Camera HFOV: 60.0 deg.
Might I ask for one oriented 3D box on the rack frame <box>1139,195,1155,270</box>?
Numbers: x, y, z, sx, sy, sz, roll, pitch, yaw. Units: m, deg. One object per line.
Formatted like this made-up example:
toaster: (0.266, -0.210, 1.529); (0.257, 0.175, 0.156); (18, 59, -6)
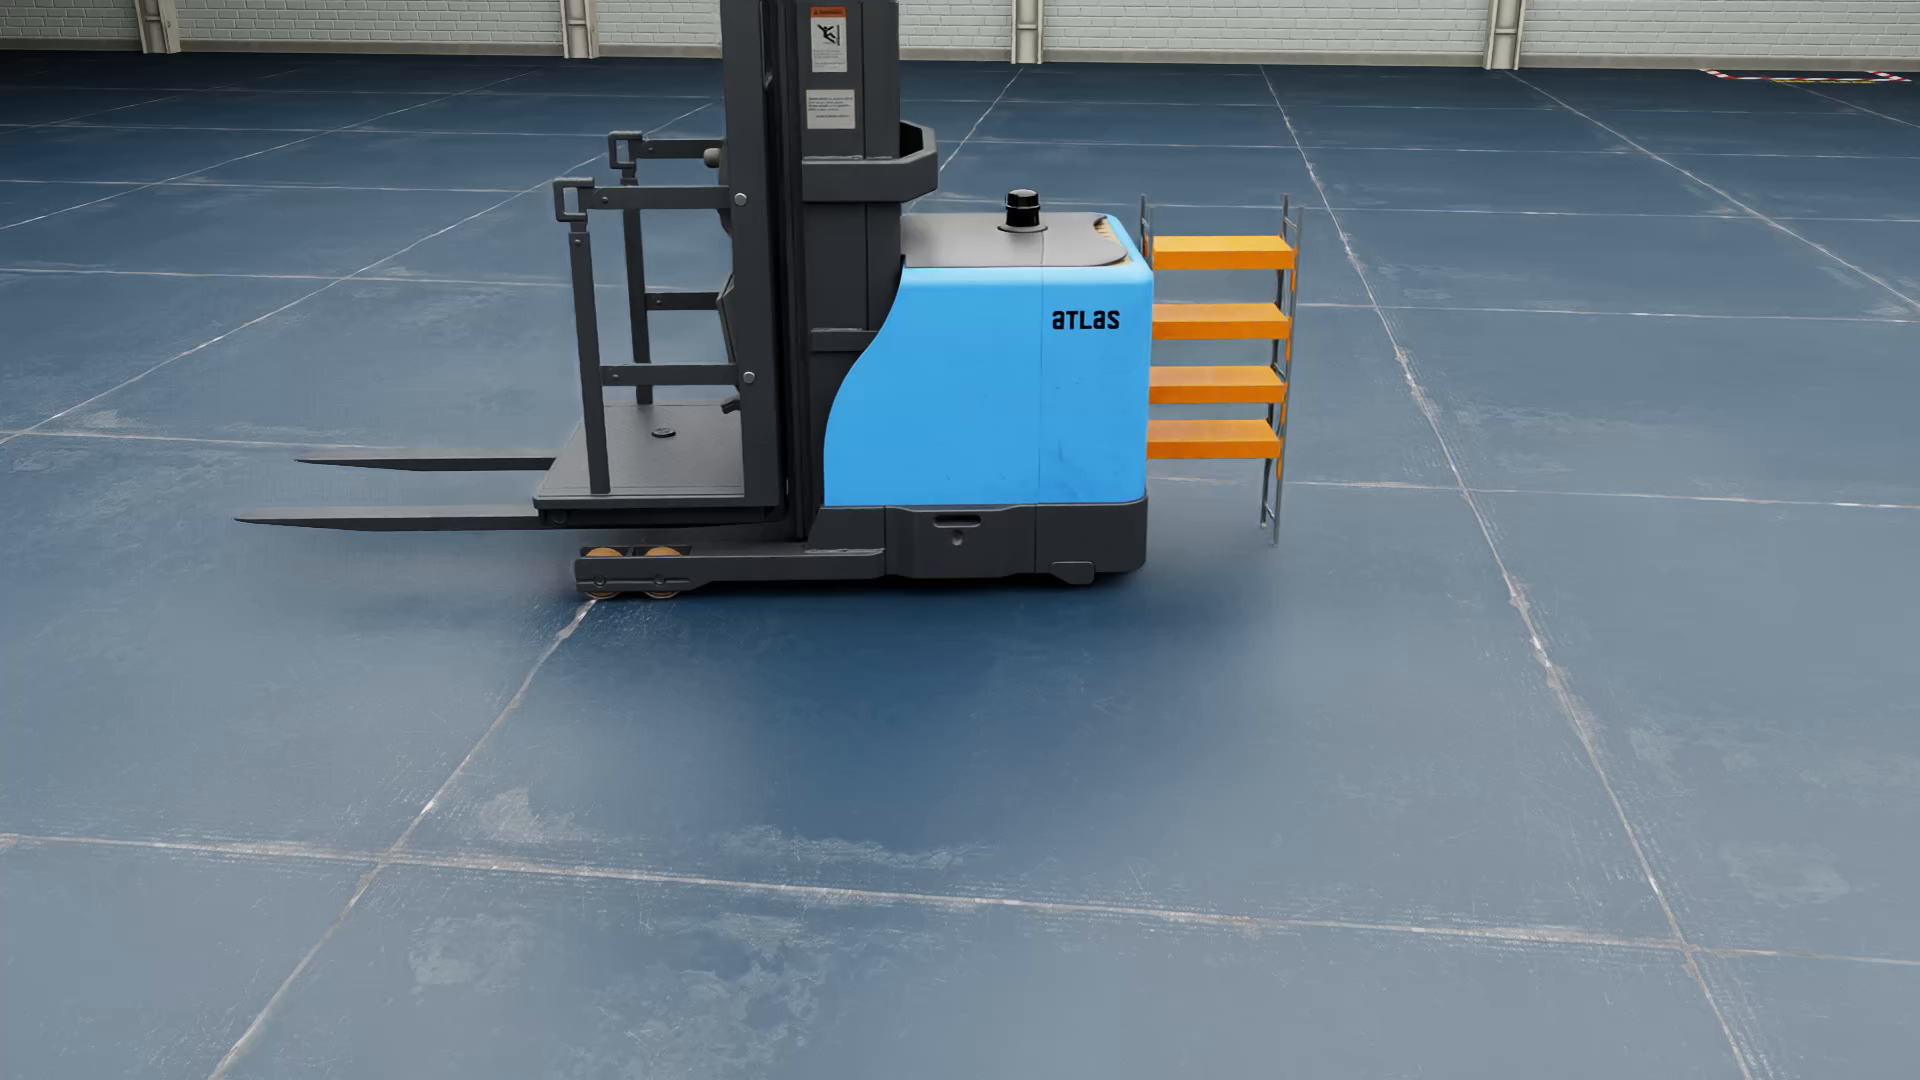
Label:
rack frame: (0.624, -0.569, 5.748); (0.015, 1.200, 0.240); (-1, 22, -2)

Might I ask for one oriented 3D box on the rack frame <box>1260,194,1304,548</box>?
rack frame: (1.112, -0.575, 5.762); (0.015, 1.200, 0.240); (-1, 22, -2)

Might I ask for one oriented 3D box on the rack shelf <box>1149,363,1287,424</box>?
rack shelf: (0.868, -0.510, 5.780); (0.480, 0.148, 0.258); (-1, 22, -2)

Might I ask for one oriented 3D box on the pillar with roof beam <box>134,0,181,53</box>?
pillar with roof beam: (-11.546, -9.367, 17.394); (0.400, 9.000, 9.100); (2, 22, 6)

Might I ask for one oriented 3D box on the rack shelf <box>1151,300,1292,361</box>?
rack shelf: (0.868, -0.718, 5.698); (0.480, 0.148, 0.258); (-1, 22, -2)

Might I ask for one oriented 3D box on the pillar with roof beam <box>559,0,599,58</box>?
pillar with roof beam: (-5.588, -9.108, 16.738); (0.400, 9.000, 9.100); (2, 22, 6)

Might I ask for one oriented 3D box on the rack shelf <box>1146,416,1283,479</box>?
rack shelf: (0.868, -0.325, 5.853); (0.480, 0.148, 0.258); (-1, 22, -2)

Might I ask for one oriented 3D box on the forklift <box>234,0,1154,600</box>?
forklift: (-0.906, -1.366, 5.408); (3.031, 2.935, 1.130); (-1, 22, -2)

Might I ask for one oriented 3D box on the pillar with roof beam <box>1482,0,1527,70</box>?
pillar with roof beam: (6.329, -8.589, 15.424); (0.400, 9.000, 9.100); (2, 22, 6)

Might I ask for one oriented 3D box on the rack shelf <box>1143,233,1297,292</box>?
rack shelf: (0.868, -0.938, 5.611); (0.480, 0.148, 0.258); (-1, 22, -2)

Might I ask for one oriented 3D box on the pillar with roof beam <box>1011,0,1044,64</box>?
pillar with roof beam: (0.371, -8.848, 16.081); (0.400, 9.000, 9.100); (2, 22, 6)

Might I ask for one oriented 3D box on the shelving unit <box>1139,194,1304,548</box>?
shelving unit: (0.868, -0.572, 5.755); (0.503, 1.200, 0.258); (-1, 22, -2)
